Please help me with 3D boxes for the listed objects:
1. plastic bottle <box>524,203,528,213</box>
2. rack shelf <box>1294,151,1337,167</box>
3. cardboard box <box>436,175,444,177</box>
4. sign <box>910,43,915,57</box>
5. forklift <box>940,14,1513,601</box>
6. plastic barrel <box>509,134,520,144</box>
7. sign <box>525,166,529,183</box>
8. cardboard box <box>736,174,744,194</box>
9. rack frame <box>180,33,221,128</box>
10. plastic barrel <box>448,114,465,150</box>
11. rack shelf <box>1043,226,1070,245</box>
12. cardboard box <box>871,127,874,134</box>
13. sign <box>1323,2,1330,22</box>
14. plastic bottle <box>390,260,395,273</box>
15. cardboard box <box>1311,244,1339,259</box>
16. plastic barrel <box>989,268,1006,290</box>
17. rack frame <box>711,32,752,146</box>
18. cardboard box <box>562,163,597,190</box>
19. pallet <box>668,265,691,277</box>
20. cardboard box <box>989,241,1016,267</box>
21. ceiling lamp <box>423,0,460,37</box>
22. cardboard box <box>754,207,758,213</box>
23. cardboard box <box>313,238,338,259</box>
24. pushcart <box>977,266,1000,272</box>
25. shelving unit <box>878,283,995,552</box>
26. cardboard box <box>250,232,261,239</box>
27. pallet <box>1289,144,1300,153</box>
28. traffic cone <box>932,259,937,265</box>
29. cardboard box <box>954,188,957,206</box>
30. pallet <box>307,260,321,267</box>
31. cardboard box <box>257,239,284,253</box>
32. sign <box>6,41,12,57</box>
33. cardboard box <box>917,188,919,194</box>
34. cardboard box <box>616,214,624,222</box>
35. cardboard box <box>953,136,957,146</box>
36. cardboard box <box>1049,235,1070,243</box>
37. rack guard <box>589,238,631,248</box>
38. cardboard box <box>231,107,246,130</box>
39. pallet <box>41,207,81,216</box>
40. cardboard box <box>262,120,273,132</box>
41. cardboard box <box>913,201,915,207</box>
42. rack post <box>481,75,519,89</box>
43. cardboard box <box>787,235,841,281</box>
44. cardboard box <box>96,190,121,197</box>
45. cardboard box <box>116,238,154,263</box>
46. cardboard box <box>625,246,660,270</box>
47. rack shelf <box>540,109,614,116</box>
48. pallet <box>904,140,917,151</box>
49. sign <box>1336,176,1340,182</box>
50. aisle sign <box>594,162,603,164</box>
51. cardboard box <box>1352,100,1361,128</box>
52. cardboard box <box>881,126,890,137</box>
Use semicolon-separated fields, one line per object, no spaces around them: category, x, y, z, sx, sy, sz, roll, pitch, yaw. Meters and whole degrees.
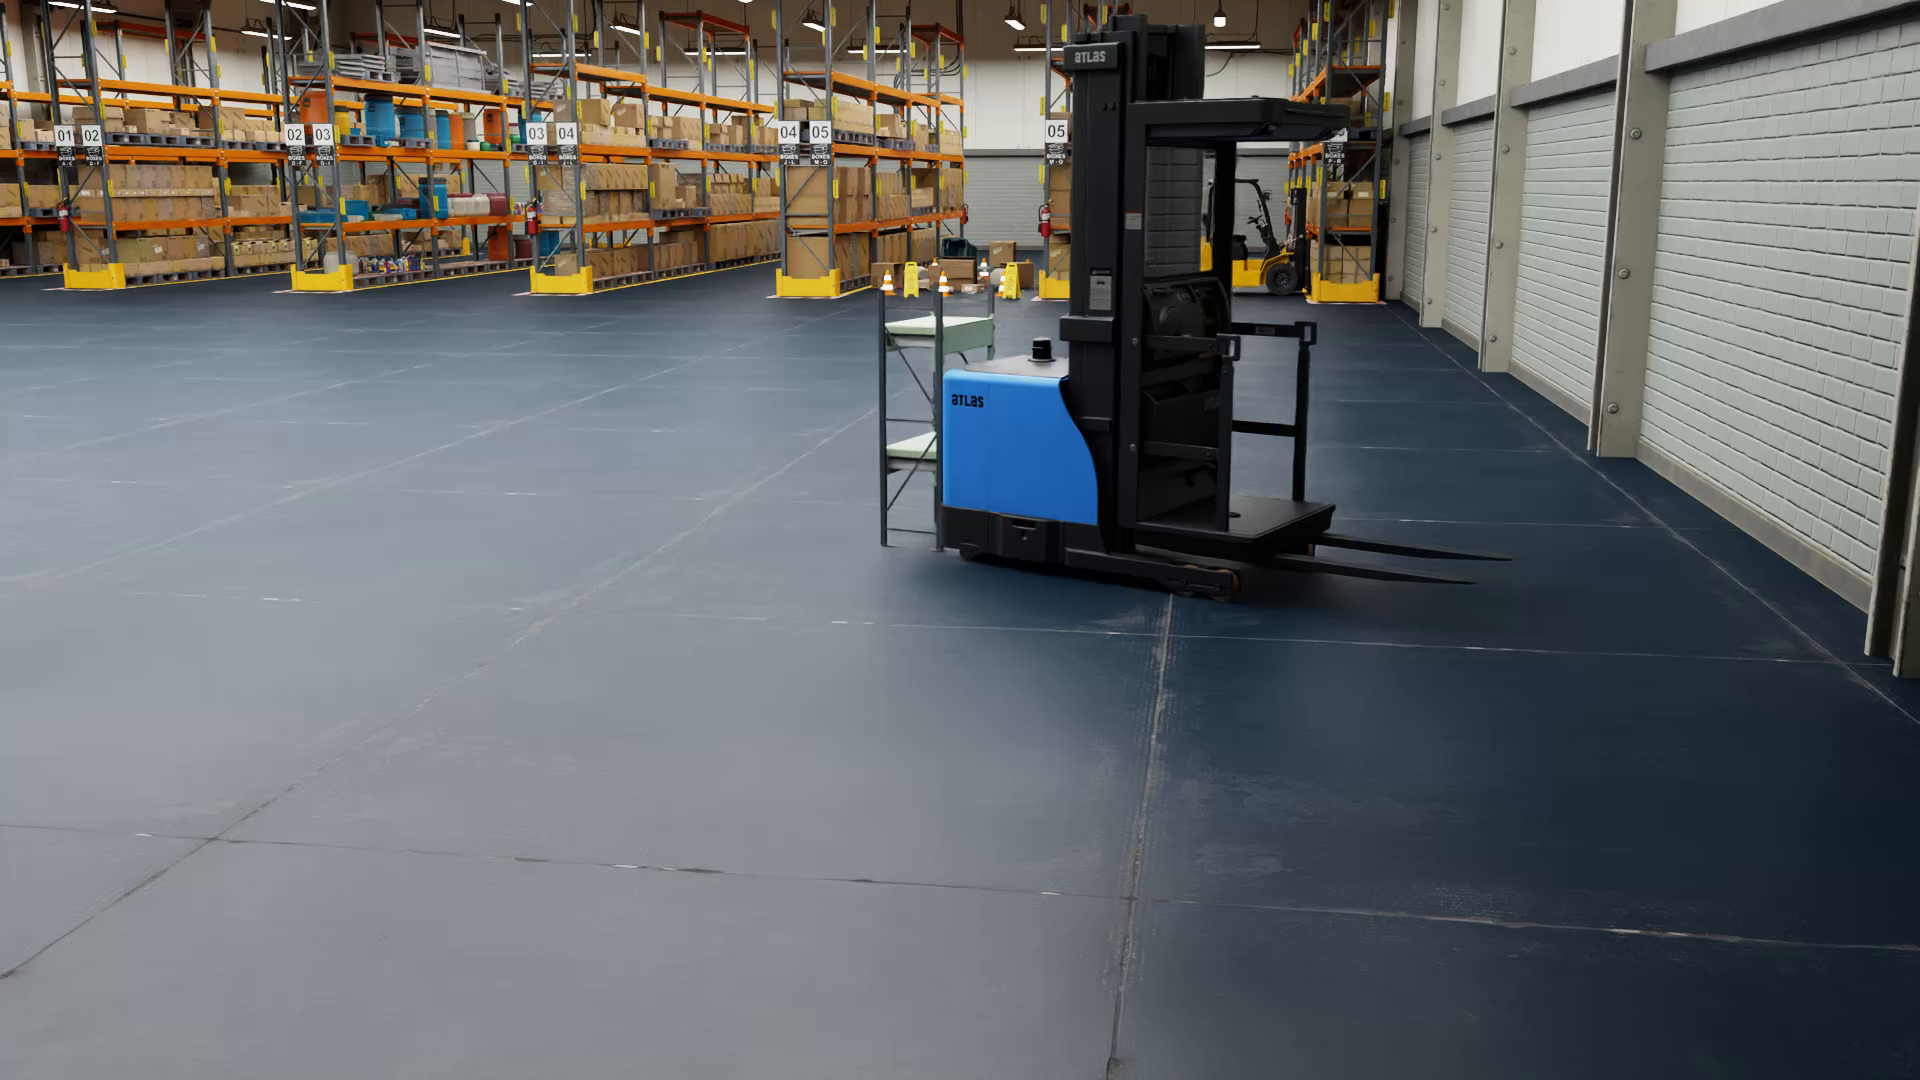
plastic bottle;-10.853;-8.287;41.602;0.061;0.283;0.133;2;12;9
rack shelf;8.487;-8.983;39.142;1.077;0.370;4.000;2;12;9
cardboard box;-15.024;-10.143;47.327;0.500;0.500;0.500;2;12;10
sign;-1.083;-11.201;38.013;0.100;0.325;0.005;2;12;9
forklift;1.394;-1.245;8.811;3.031;2.935;1.130;8;15;33
plastic barrel;-11.021;-9.902;41.073;0.294;0.245;0.294;0;12;0
sign;-8.293;-7.010;31.903;0.100;0.325;0.005;2;12;9
cardboard box;-5.992;-9.172;42.812;0.797;0.503;0.637;2;12;7
rack frame;-20.585;-12.180;45.149;1.000;3.000;0.127;2;12;9
plastic barrel;-11.853;-9.470;38.674;0.600;0.830;0.708;2;12;9
rack shelf;2.352;-6.011;32.473;1.077;0.370;4.000;2;12;9
cardboard box;-1.987;-8.430;34.232;0.380;0.149;0.250;2;12;8
sign;6.416;-9.235;29.079;0.100;0.325;0.005;2;12;9
plastic bottle;-11.987;-5.769;35.073;0.097;0.271;0.097;0;12;0
cardboard box;6.785;-5.349;30.849;0.500;0.250;0.500;2;12;10
plastic barrel;0.866;-5.166;32.960;0.421;0.421;0.512;-10;16;-40
rack frame;-5.902;-11.698;42.915;1.000;3.000;0.127;2;12;9
cardboard box;-7.394;-7.056;32.299;0.500;0.500;0.500;2;12;9
pallet;-6.829;-6.154;38.047;1.003;0.211;1.213;2;12;9
cardboard box;0.896;-5.979;34.751;0.500;0.500;0.500;2;12;9
ceiling lamp;-13.149;-14.611;42.577;0.800;3.185;2.000;2;12;9
cardboard box;-5.528;-8.693;43.809;0.380;0.149;0.250;2;12;9
cardboard box;-15.953;-7.333;41.790;0.500;0.500;0.500;2;12;11
pushcart;0.399;-5.561;34.900;1.648;0.377;0.936;-2;12;-11
shelving unit;-0.131;-0.753;9.929;0.431;1.500;0.755;6;13;24
cardboard box;-20.289;-8.487;47.192;0.700;0.500;0.500;2;12;8
pallet;8.625;-9.525;40.398;1.213;0.211;1.003;2;12;9
traffic cone;-0.549;-5.909;36.311;0.336;0.463;0.334;2;12;9
cardboard box;-0.369;-9.296;45.065;0.500;0.500;0.500;2;12;9
pallet;-16.153;-7.046;42.185;1.003;0.211;1.213;2;12;9
cardboard box;-16.376;-6.955;39.345;0.500;0.311;0.500;2;12;10
sign;-21.283;-10.988;37.215;0.100;0.325;0.005;2;12;9
cardboard box;-1.208;-8.433;40.190;0.380;0.149;0.250;2;12;11
cardboard box;-7.120;-6.611;34.147;0.380;0.149;0.250;2;12;9
cardboard box;-0.380;-10.737;44.742;0.500;0.250;0.500;2;12;9
cardboard box;1.900;-5.745;31.741;0.380;0.149;0.250;2;12;10
rack guard;-10.190;-8.542;48.443;1.175;0.500;0.348;2;12;9
cardboard box;-16.722;-9.633;38.032;0.500;0.500;0.500;3;13;14
pallet;-21.465;-7.907;40.019;1.003;0.211;1.213;2;12;9
cardboard box;-19.973;-11.719;47.476;0.500;0.500;0.500;1;12;6
cardboard box;-1.281;-8.032;39.743;0.380;0.149;0.250;3;12;11
rack post;-11.341;-11.141;40.510;0.954;0.300;0.937;2;12;9
cardboard box;-2.823;-5.396;31.957;0.875;0.875;0.875;2;12;9
cardboard box;-17.263;-7.030;33.716;0.380;0.149;0.250;2;12;8
cardboard box;-17.158;-6.026;34.583;0.500;0.500;0.500;2;12;9
cardboard box;-7.017;-6.220;36.626;0.700;0.500;0.500;1;12;4
rack shelf;-10.489;-11.728;45.709;1.077;0.370;4.000;2;12;9
pallet;-1.679;-8.989;37.914;1.213;0.211;1.003;2;12;11
sign;9.344;-8.833;41.112;0.100;0.325;0.005;2;12;9
aisle sign;-10.464;-11.054;47.995;0.394;0.787;0.004;2;12;9
cardboard box;7.033;-7.866;30.780;0.700;0.500;0.500;2;12;9
cardboard box;-1.750;-8.956;36.395;0.396;0.266;0.258;2;12;9
